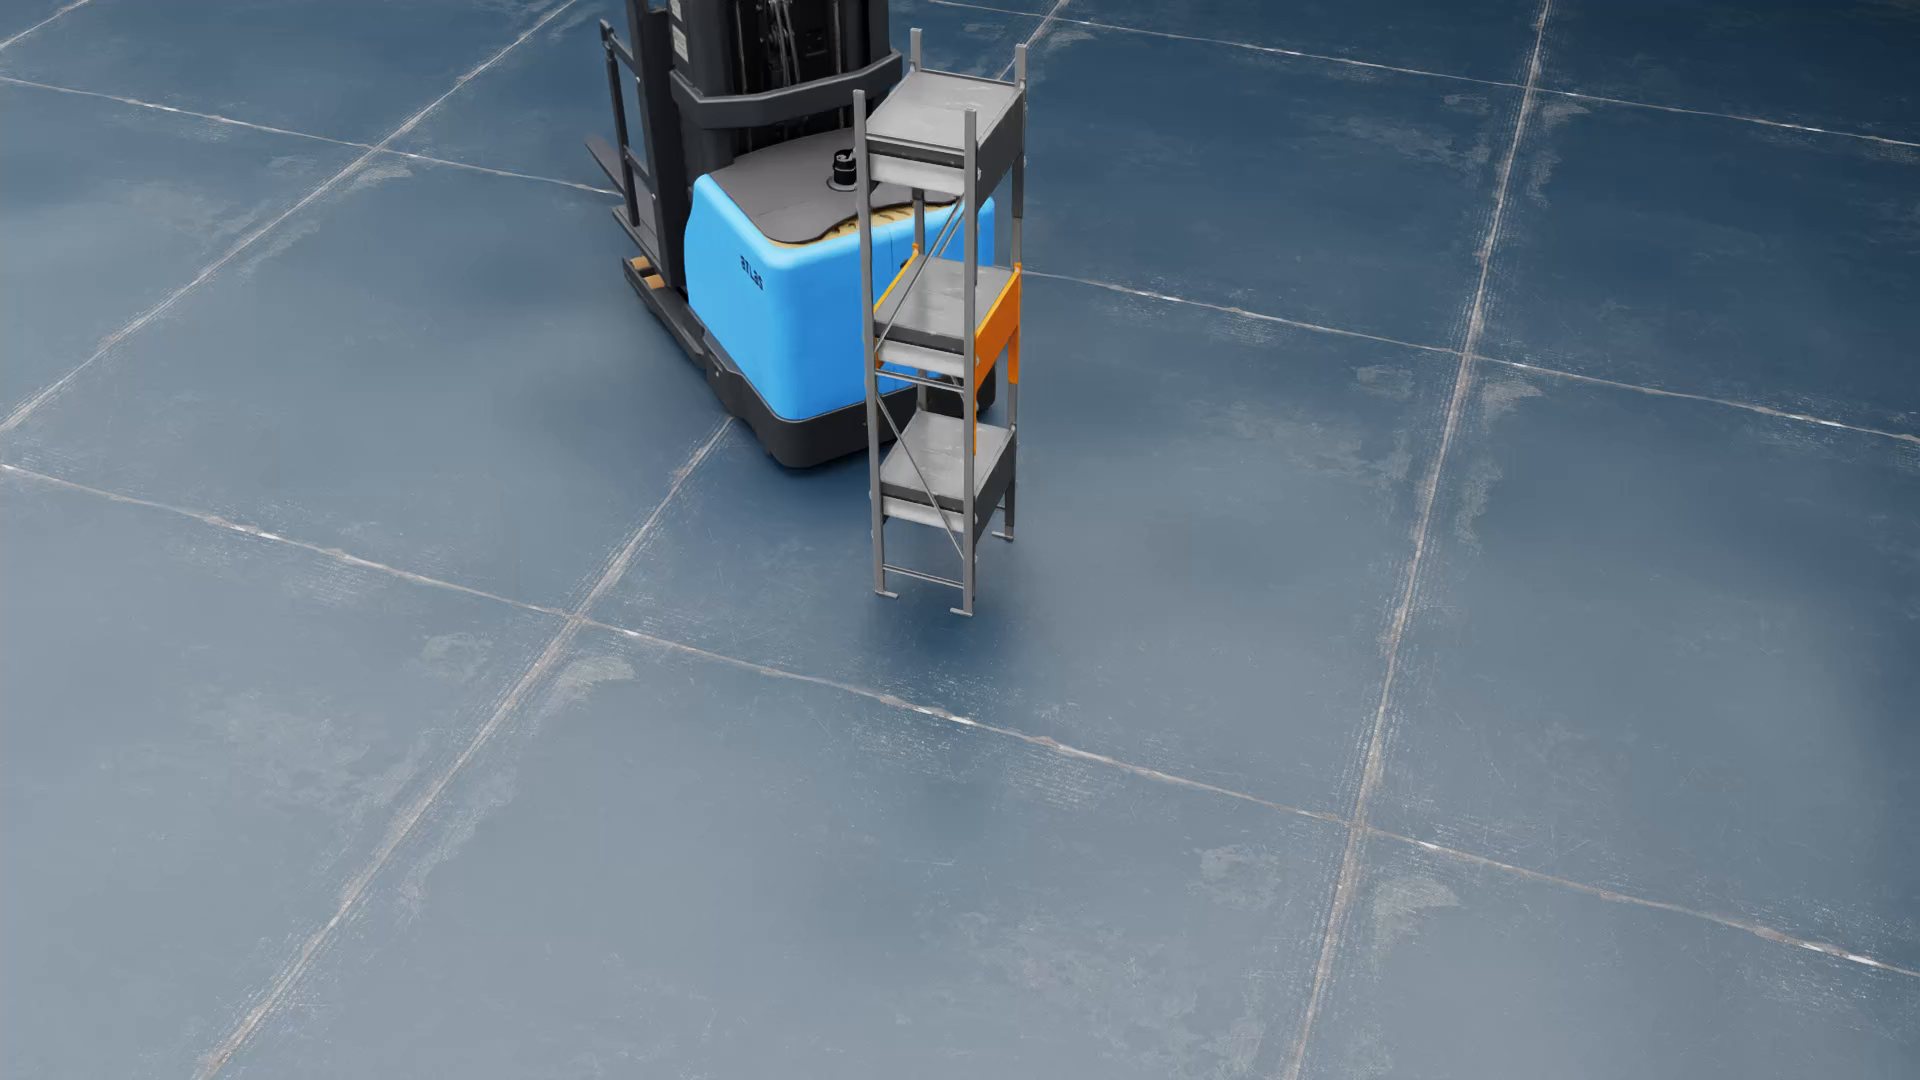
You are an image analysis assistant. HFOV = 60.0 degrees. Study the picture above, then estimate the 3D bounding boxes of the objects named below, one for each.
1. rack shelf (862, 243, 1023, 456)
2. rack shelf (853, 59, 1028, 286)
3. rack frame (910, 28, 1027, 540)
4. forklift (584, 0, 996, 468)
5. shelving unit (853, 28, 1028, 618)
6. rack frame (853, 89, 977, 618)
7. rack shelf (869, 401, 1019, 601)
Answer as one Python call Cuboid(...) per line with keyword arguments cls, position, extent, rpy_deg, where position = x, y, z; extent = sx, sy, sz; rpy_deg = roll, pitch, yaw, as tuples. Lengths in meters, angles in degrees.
Cuboid(cls="rack shelf", position=(-0.057, -0.687, 5.959), extent=(0.431, 0.518, 0.480), rpy_deg=(13, 42, 15))
Cuboid(cls="rack shelf", position=(-0.057, -1.220, 5.505), extent=(0.431, 0.518, 0.480), rpy_deg=(13, 42, 15))
Cuboid(cls="rack frame", position=(0.027, -0.847, 6.125), extent=(0.400, 2.100, 0.015), rpy_deg=(13, 42, 15))
Cuboid(cls="forklift", position=(-0.997, -2.362, 7.260), extent=(1.130, 2.935, 3.031), rpy_deg=(-20, 44, -22))
Cuboid(cls="shelving unit", position=(-0.057, -0.698, 5.950), extent=(0.431, 2.100, 0.503), rpy_deg=(13, 42, 15))
Cuboid(cls="rack frame", position=(-0.140, -0.549, 5.776), extent=(0.400, 2.100, 0.015), rpy_deg=(13, 42, 15))
Cuboid(cls="rack shelf", position=(-0.057, -0.155, 6.413), extent=(0.431, 0.518, 0.480), rpy_deg=(13, 42, 15))
